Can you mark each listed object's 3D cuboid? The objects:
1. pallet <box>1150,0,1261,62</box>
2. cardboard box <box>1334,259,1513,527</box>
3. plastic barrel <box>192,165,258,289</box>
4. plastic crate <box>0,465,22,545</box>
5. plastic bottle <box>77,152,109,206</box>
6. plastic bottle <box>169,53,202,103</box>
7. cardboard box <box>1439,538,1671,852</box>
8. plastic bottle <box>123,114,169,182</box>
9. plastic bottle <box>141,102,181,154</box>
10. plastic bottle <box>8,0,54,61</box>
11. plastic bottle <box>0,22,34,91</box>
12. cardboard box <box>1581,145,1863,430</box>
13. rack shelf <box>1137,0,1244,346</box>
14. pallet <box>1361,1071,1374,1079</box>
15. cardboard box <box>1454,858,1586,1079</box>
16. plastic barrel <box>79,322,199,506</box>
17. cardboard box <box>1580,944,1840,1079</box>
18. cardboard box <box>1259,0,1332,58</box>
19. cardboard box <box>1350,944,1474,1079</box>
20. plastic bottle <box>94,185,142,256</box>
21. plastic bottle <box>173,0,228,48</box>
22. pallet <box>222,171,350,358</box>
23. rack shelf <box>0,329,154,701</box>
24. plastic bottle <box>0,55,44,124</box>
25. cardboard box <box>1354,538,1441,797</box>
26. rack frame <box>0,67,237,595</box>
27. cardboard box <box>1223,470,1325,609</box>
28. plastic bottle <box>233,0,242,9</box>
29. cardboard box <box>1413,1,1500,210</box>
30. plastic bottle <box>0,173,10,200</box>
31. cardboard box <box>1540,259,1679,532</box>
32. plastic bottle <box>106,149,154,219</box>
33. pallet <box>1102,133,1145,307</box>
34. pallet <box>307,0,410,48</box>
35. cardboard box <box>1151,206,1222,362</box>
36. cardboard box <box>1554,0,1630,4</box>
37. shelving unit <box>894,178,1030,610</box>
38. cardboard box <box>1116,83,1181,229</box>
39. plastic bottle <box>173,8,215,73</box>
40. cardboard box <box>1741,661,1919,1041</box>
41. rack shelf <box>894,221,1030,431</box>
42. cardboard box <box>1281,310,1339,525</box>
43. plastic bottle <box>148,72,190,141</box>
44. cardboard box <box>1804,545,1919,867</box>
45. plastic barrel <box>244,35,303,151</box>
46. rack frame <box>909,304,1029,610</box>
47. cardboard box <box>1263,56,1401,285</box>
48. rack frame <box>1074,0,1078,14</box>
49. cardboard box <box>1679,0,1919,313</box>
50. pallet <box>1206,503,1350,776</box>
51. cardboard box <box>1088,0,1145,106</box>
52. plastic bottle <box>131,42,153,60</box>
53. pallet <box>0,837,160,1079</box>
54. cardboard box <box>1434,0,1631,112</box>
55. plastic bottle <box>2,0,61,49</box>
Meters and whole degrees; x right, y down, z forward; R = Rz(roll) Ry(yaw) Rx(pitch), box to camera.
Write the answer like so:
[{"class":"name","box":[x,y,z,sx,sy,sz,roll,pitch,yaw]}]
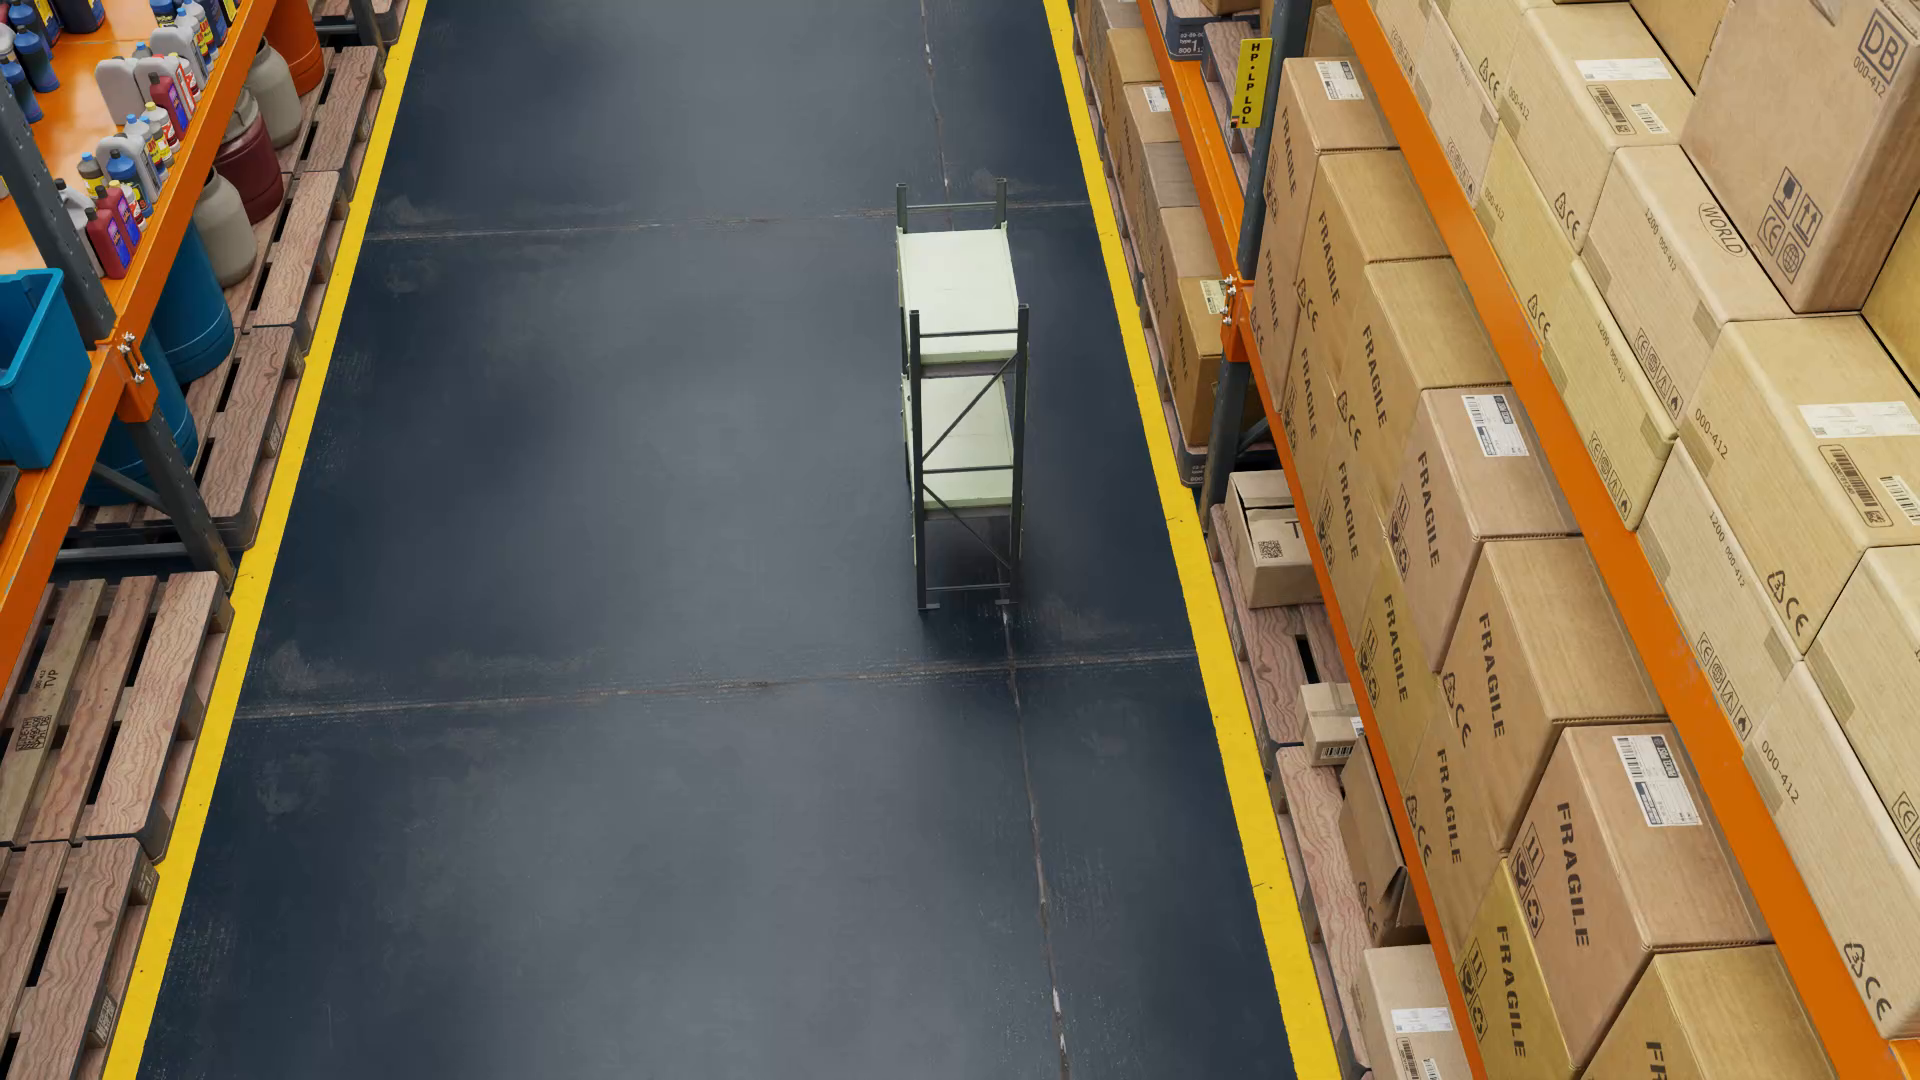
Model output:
[{"class":"pallet","box":[1.336,-2.548,7.366,1.003,0.211,1.213,-3,47,-3]},{"class":"cardboard box","box":[1.348,-0.402,4.444,0.500,0.500,0.500,-5,47,-4]},{"class":"plastic barrel","box":[-3.479,-1.439,7.607,0.421,0.512,0.421,0,47,0]},{"class":"plastic crate","box":[-3.072,0.039,4.932,0.437,0.125,0.590,-3,47,-3]},{"class":"plastic bottle","box":[-3.246,-1.362,6.248,0.097,0.201,0.097,0,47,0]},{"class":"plastic bottle","box":[-3.152,-1.874,6.732,0.097,0.201,0.097,0,47,0]},{"class":"cardboard box","box":[1.435,0.343,3.738,0.500,0.500,0.500,-2,47,-2]},{"class":"plastic bottle","box":[-3.105,-1.493,6.323,0.097,0.271,0.097,0,47,0]},{"class":"plastic bottle","box":[-3.122,-1.610,6.482,0.097,0.201,0.097,0,47,0]},{"class":"plastic bottle","box":[-3.879,-2.127,6.923,0.097,0.271,0.097,0,47,0]},{"class":"plastic bottle","box":[-3.892,-1.946,6.749,0.152,0.276,0.135,-3,47,-3]},{"class":"cardboard box","box":[1.461,-0.465,2.954,0.500,0.250,0.500,-3,47,-3]},{"class":"rack shelf","box":[1.336,-2.327,7.520,1.077,0.370,4.000,-3,47,-3]},{"class":"pallet","box":[1.764,2.094,4.758,1.003,0.211,1.213,-3,47,-3]},{"class":"cardboard box","box":[1.482,1.050,3.757,0.500,0.500,0.500,-3,47,-3]},{"class":"plastic barrel","box":[-3.462,-0.646,6.589,0.600,0.901,0.708,-3,47,-3]},{"class":"cardboard box","box":[1.527,1.083,3.037,0.500,0.500,0.500,-4,47,-4]},{"class":"cardboard box","box":[1.566,-2.156,6.504,0.700,0.500,0.500,3,47,3]},{"class":"cardboard box","box":[1.497,1.494,4.997,0.500,0.250,0.500,-3,47,-3]},{"class":"plastic bottle","box":[-3.050,-1.176,6.015,0.061,0.283,0.133,-3,47,-3]},{"class":"plastic bottle","box":[-3.215,-2.264,6.999,0.144,0.351,0.185,-3,47,-3]},{"class":"pallet","box":[-3.562,-1.315,7.987,1.003,0.211,1.213,-3,47,-3]},{"class":"rack shelf","box":[-3.266,0.866,4.496,1.077,0.370,4.000,-3,47,-3]},{"class":"plastic bottle","box":[-3.750,-1.798,6.612,0.097,0.271,0.097,0,47,0]},{"class":"cardboard box","box":[1.404,0.324,4.445,0.500,0.500,0.500,-4,47,-4]},{"class":"rack frame","box":[-3.433,-0.829,5.605,1.000,3.000,0.127,-3,47,-3]},{"class":"cardboard box","box":[1.323,-0.037,6.404,0.500,0.311,0.500,-3,47,-3]},{"class":"plastic bottle","box":[-3.242,-2.495,7.217,0.144,0.351,0.185,-3,47,-3]},{"class":"cardboard box","box":[1.375,-1.016,3.820,0.500,0.250,0.500,-3,47,-3]},{"class":"plastic bottle","box":[-3.693,-1.466,6.243,0.144,0.351,0.185,-3,47,-3]},{"class":"cardboard box","box":[1.446,-0.292,3.134,0.500,0.250,0.500,-3,47,-3]},{"class":"plastic bottle","box":[-3.086,-1.325,6.164,0.097,0.271,0.097,0,47,0]},{"class":"pallet","box":[1.292,-1.639,8.294,1.003,0.211,1.213,-3,47,-3]},{"class":"pallet","box":[-3.794,-3.327,9.892,1.003,0.211,1.213,-3,47,-3]},{"class":"cardboard box","box":[1.143,-1.117,7.297,0.500,0.500,0.500,-3,47,-3]},{"class":"cardboard box","box":[1.530,-1.456,3.376,0.700,0.500,0.500,-3,47,-3]},{"class":"shelving unit","box":[-0.001,-0.521,6.347,0.431,1.500,0.755,-3,47,-3]},{"class":"cardboard box","box":[1.057,-1.847,7.989,0.500,0.500,0.500,-5,47,-5]},{"class":"plastic bottle","box":[-3.172,-2.066,6.866,0.097,0.271,0.097,0,47,0]},{"class":"cardboard box","box":[1.532,0.431,2.449,0.500,0.250,0.500,-3,47,-3]},{"class":"rack shelf","box":[-0.001,-0.789,6.063,0.431,0.370,0.720,-3,47,-3]},{"class":"cardboard box","box":[1.320,-0.406,5.136,0.500,0.500,0.500,-3,47,-3]},{"class":"plastic bottle","box":[-3.113,-1.722,6.532,0.061,0.283,0.133,-3,47,-3]},{"class":"cardboard box","box":[1.541,0.259,2.268,0.500,0.250,0.500,-3,47,-3]},{"class":"plastic barrel","box":[-3.574,-2.256,8.381,0.421,0.512,0.421,0,47,0]},{"class":"rack frame","box":[0.030,-0.256,6.096,0.400,1.500,0.023,-3,47,-3]},{"class":"cardboard box","box":[1.262,-1.147,5.150,0.500,0.500,0.500,-2,47,-2]},{"class":"rack frame","box":[1.168,-4.021,8.629,1.000,3.000,0.127,-3,47,-3]},{"class":"cardboard box","box":[1.673,-0.736,2.694,0.700,0.500,0.500,-3,47,-3]},{"class":"pallet","box":[1.560,0.329,6.430,1.003,0.211,1.213,-3,47,-3]},{"class":"cardboard box","box":[0.971,-2.588,8.690,0.500,0.500,0.500,-5,47,-5]},{"class":"plastic bottle","box":[-3.312,-1.935,6.790,0.097,0.201,0.097,0,47,0]},{"class":"pallet","box":[-3.228,1.544,5.278,1.003,0.211,1.213,-3,47,-3]},{"class":"cardboard box","box":[1.370,-1.188,3.639,0.500,0.250,0.500,-3,47,-3]},{"class":"plastic bottle","box":[-3.928,-2.254,6.989,0.144,0.351,0.185,-3,47,-3]}]
